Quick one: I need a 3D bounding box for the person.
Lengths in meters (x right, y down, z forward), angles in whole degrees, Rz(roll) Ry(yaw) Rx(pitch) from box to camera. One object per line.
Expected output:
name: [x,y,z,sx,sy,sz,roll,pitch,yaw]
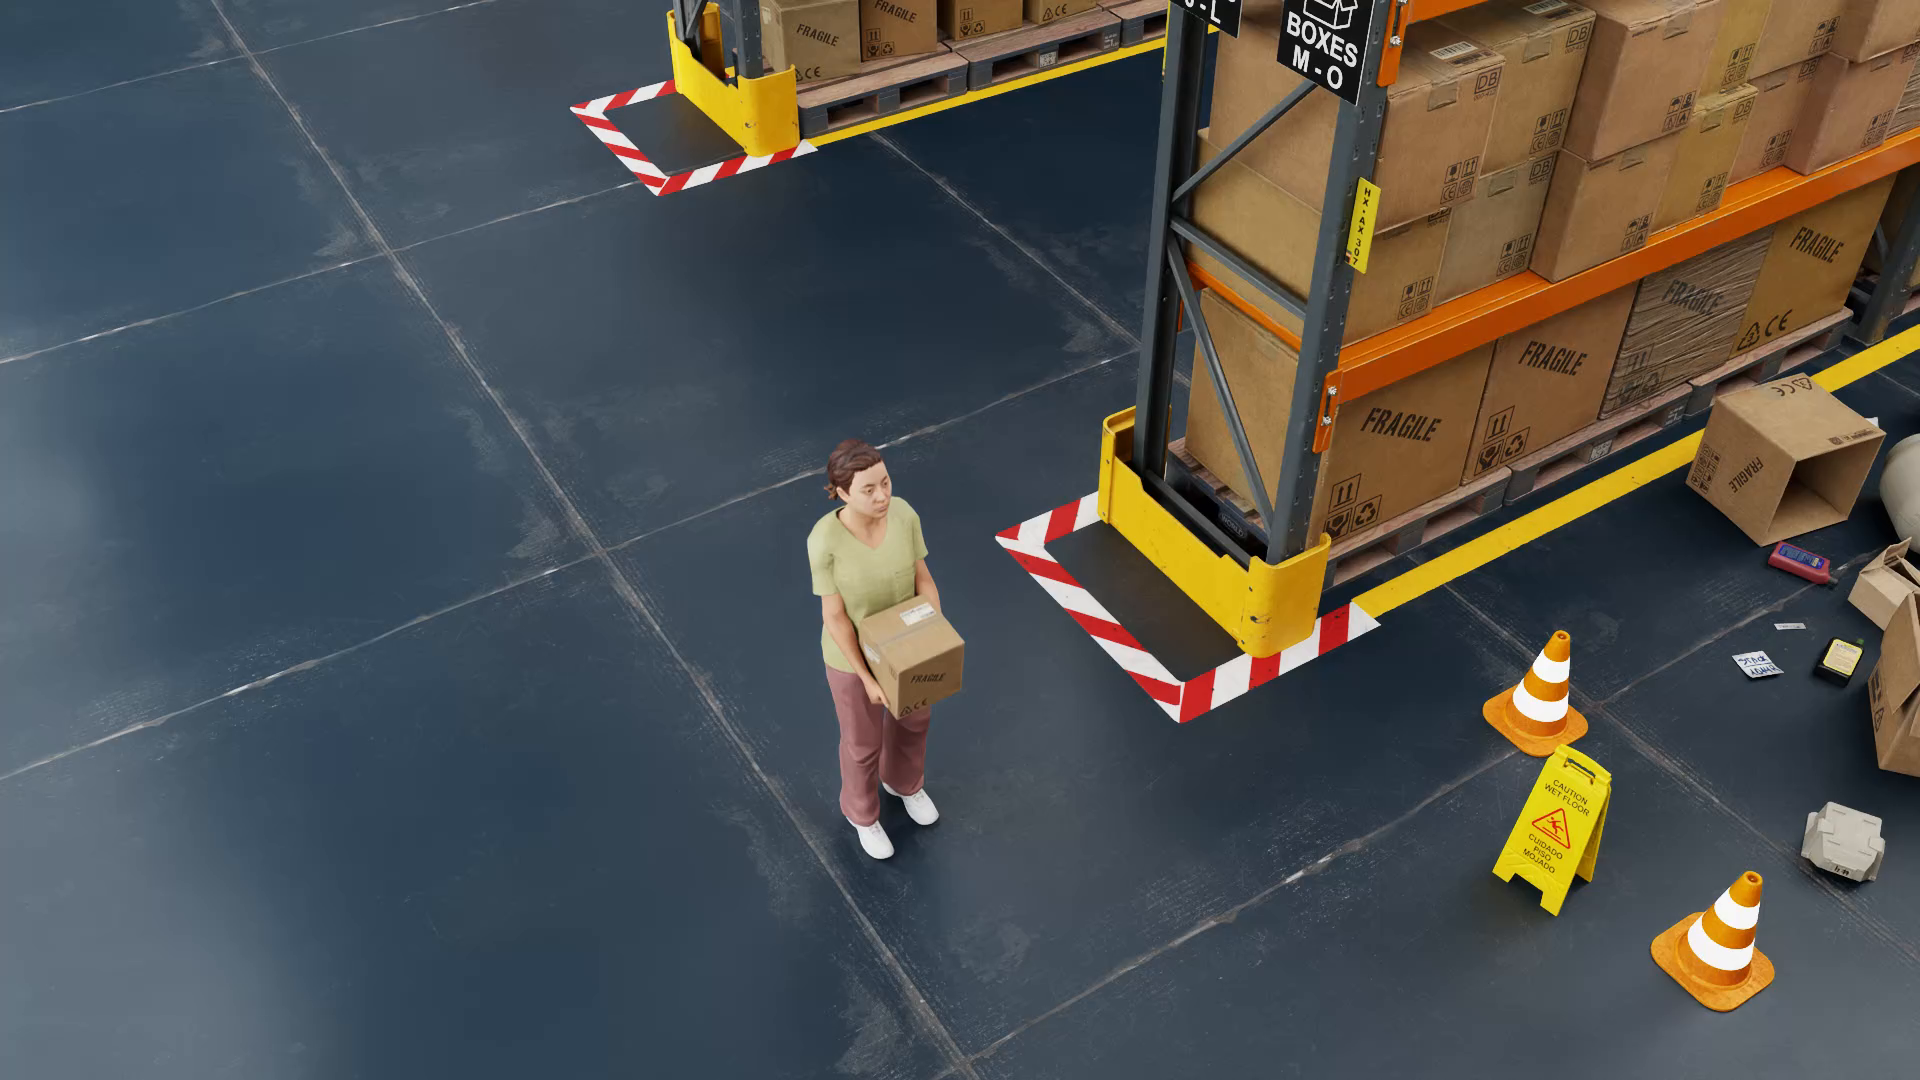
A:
person: [-0.259,0.409,5.695,0.428,1.663,0.558,-23,46,-24]
